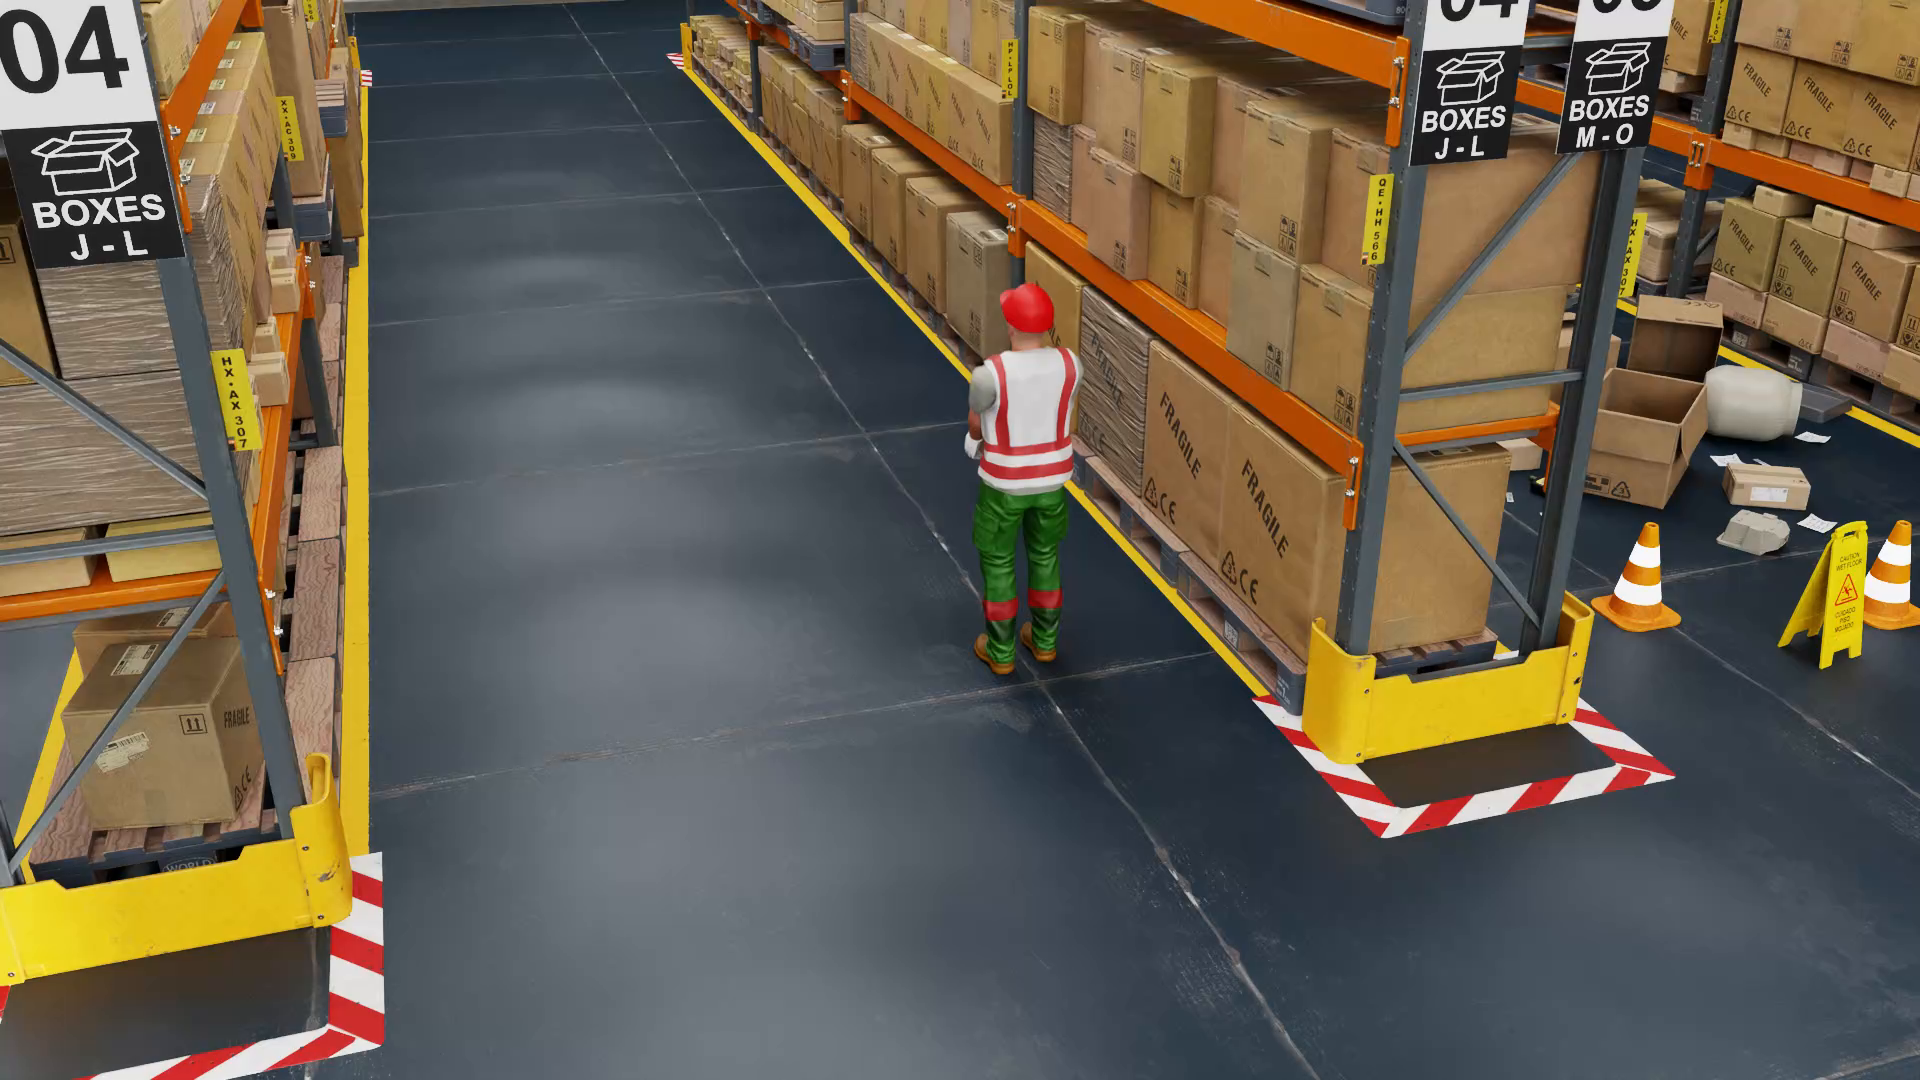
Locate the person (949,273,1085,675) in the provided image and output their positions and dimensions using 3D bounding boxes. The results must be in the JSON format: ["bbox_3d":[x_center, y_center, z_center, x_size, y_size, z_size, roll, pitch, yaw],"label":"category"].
[{"bbox_3d":[0.246,-0.262,7.130,0.620,1.780,0.446,-10,28,-19],"label":"person"}]
